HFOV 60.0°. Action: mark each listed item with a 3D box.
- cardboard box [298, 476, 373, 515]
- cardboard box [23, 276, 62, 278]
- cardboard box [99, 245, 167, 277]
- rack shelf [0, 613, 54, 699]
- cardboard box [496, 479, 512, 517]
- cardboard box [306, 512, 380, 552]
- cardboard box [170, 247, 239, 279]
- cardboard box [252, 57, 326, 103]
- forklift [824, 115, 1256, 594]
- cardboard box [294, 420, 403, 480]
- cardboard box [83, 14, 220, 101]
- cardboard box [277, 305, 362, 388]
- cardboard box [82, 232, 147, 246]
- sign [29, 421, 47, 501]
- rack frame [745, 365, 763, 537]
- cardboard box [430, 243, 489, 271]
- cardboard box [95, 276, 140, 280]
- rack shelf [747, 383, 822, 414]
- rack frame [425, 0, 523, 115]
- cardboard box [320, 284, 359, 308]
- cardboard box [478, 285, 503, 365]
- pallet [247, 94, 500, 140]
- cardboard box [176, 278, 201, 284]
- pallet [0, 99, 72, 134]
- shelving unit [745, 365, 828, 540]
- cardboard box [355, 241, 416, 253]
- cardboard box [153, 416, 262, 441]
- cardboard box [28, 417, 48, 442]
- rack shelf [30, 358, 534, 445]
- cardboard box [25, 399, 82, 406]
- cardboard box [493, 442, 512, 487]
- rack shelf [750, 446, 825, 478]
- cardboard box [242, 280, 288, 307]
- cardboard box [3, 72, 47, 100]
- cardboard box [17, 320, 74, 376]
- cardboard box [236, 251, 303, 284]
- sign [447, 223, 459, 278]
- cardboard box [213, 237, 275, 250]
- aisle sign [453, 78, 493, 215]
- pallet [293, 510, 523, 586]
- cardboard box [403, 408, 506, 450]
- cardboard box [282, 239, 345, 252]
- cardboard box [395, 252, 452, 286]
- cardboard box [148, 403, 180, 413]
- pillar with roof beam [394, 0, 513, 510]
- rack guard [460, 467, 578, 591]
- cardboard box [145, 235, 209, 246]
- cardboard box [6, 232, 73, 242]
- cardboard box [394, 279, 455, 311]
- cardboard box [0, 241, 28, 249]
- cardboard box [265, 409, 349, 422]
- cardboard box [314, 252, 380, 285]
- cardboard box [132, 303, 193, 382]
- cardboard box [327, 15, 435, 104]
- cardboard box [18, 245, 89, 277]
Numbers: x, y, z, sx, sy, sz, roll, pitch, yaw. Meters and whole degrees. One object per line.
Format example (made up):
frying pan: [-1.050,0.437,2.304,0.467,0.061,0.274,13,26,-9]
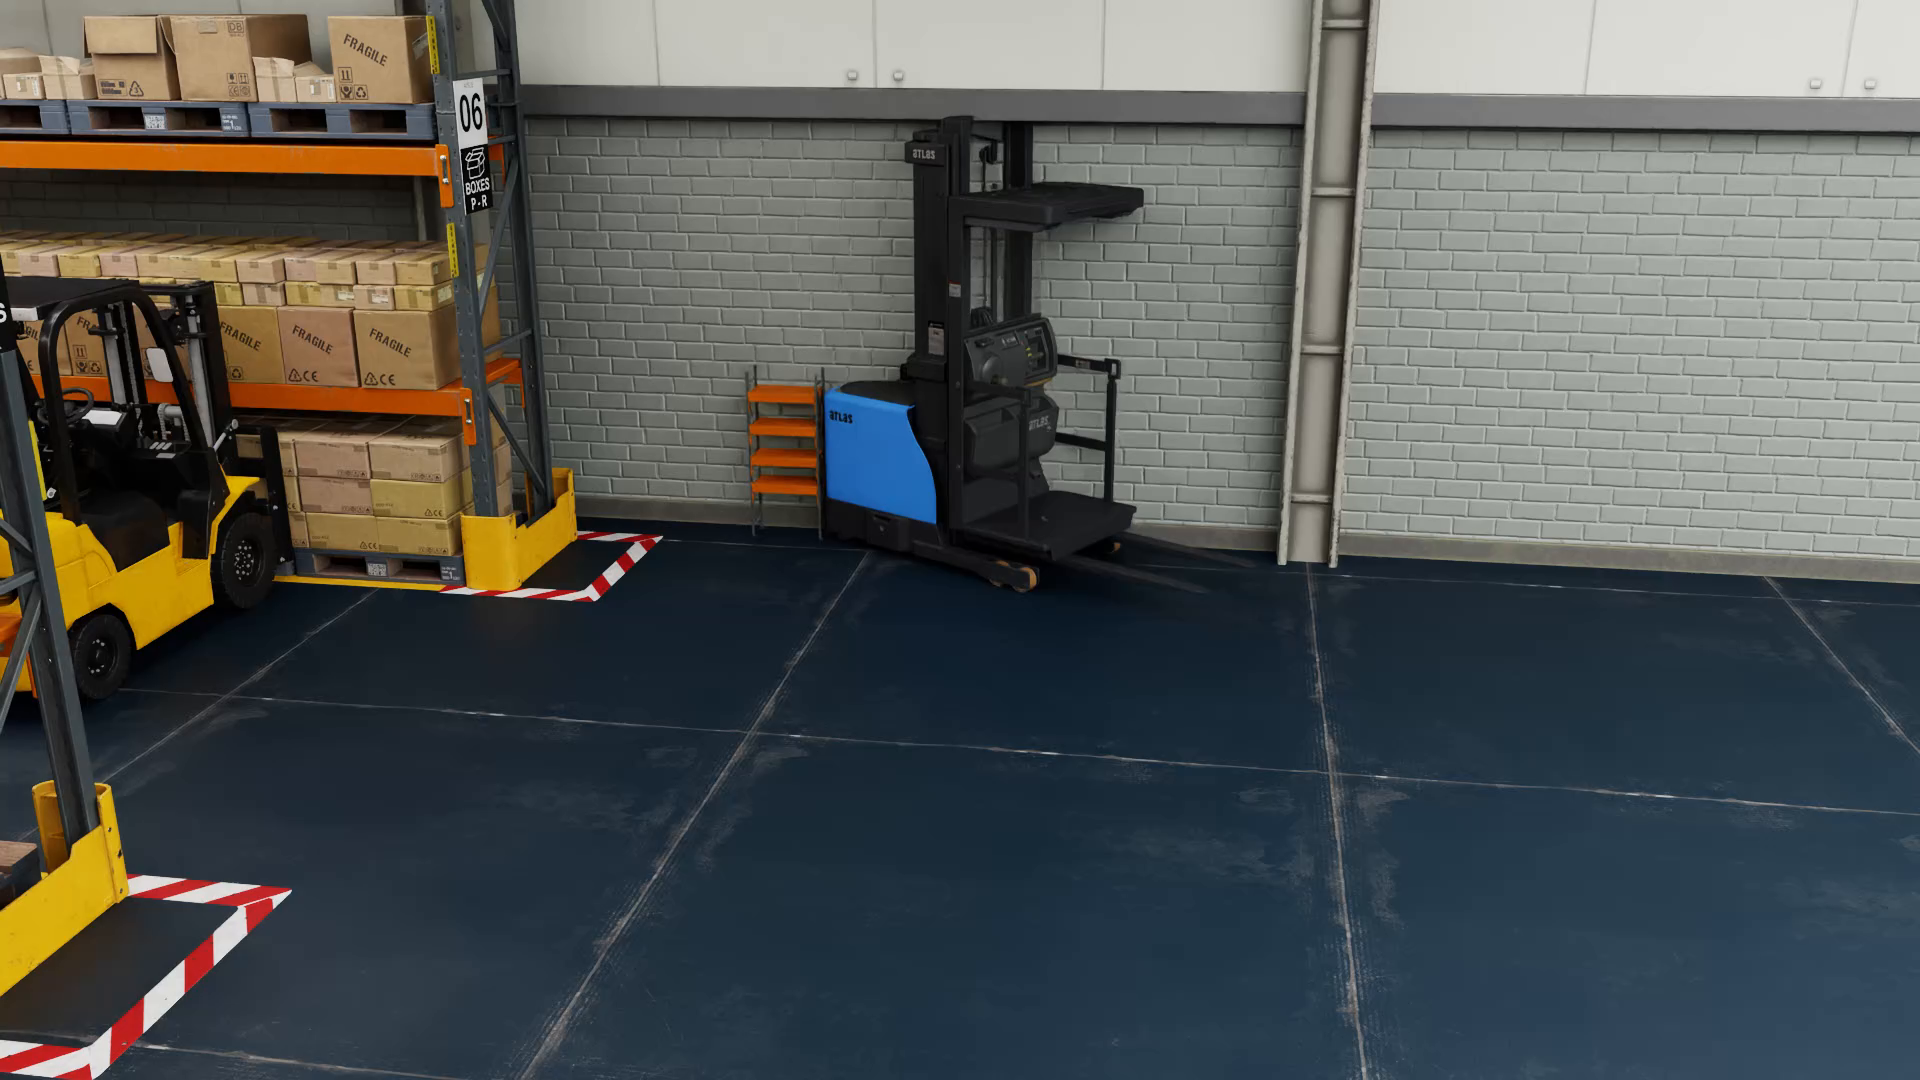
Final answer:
cardboard box: [-4.025,-0.367,11.055,0.500,0.250,0.500,3,19,8]
cardboard box: [-5.928,-1.684,10.930,0.250,0.149,0.380,3,19,10]
cardboard box: [-5.398,-1.827,10.889,0.250,0.149,0.380,3,19,8]
rack shelf: [-5.759,0.517,6.665,4.000,0.370,1.077,3,19,9]
cardboard box: [-3.455,-0.260,11.525,0.500,0.250,0.500,3,19,9]
cardboard box: [-4.005,-0.127,11.127,0.500,0.250,0.500,3,19,9]
cardboard box: [-4.904,-1.803,10.814,0.250,0.149,0.380,3,19,9]
cardboard box: [-4.118,-2.844,10.240,0.258,0.266,0.396,3,19,9]
forklift: [0.506,-1.238,10.884,3.031,2.935,1.130,14,23,36]
cardboard box: [-4.010,-0.598,10.958,0.500,0.250,0.500,3,19,10]
cardboard box: [-5.044,-3.067,10.534,0.637,0.503,0.797,4,19,10]
cardboard box: [-4.039,-1.298,10.798,0.500,0.500,0.500,4,19,10]
cardboard box: [-5.826,-2.027,11.486,0.250,0.149,0.380,3,19,8]
sign: [-3.699,-0.304,6.621,0.005,0.325,0.100,3,19,9]
rack frame: [-1.458,-0.627,11.786,0.015,1.200,0.240,3,19,8]
cardboard box: [-3.299,-1.859,10.983,0.250,0.149,0.380,3,19,8]
cardboard box: [-5.418,-1.664,10.868,0.250,0.149,0.380,2,19,7]
rack shelf: [-1.218,-0.989,11.627,0.480,0.148,0.258,3,19,8]
rack frame: [-3.001,-4.124,9.947,0.127,3.000,1.000,3,19,9]
cardboard box: [-3.891,-1.600,10.677,0.250,0.149,0.380,3,19,10]
cardboard box: [-3.446,-1.438,11.217,0.500,0.500,0.500,4,19,10]
pallet: [-3.695,-2.703,10.567,1.213,0.211,1.003,3,19,9]
cardboard box: [-4.891,-1.661,10.862,0.250,0.149,0.380,3,19,8]
pallet: [-6.104,-2.826,10.934,1.213,0.211,1.003,3,19,9]
shelving unit: [-1.217,-0.616,11.751,0.503,1.200,0.258,3,19,8]
cardboard box: [-3.815,-1.892,11.080,0.250,0.149,0.380,3,19,10]
cardboard box: [-5.009,-0.648,11.108,0.500,0.250,0.500,3,19,8]
cardboard box: [-6.019,-0.698,11.258,0.500,0.250,0.500,3,19,9]
rack shelf: [-4.976,-1.039,11.313,4.000,0.370,1.077,3,19,9]
cardboard box: [-6.434,-0.886,11.818,0.500,0.250,0.500,3,19,10]
cardboard box: [-3.432,-0.500,11.454,0.500,0.250,0.500,3,19,10]
rack shelf: [-1.217,-0.552,11.772,0.480,0.148,0.258,3,19,8]
cardboard box: [-4.405,-1.614,10.720,0.250,0.149,0.380,2,19,7]
cardboard box: [-5.797,-2.874,10.514,0.250,0.149,0.380,3,19,10]
cardboard box: [-6.037,-1.403,11.110,0.500,0.500,0.500,3,19,10]
cardboard box: [-4.408,-1.749,10.653,0.250,0.149,0.380,3,19,10]
sign: [-3.101,-1.771,10.171,0.005,0.325,0.100,3,19,9]
cardboard box: [-4.821,-1.946,11.242,0.250,0.149,0.380,3,19,9]
aisle sign: [-2.983,-2.417,10.201,0.004,0.787,0.394,3,19,9]
pallet: [-3.763,0.018,11.417,1.213,0.211,1.003,3,19,9]
cardboard box: [-3.446,-0.732,11.359,0.500,0.250,0.500,3,19,8]
cardboard box: [-4.321,-1.914,11.148,0.250,0.149,0.380,4,19,10]
cardboard box: [-3.388,-1.727,10.589,0.250,0.149,0.380,3,19,9]
cardboard box: [-5.434,-0.835,11.667,0.500,0.250,0.500,3,19,9]
pillar with roof beam: [-4.228,-3.093,6.864,0.400,9.000,9.100,3,19,9]
rack guard: [-2.977,-0.092,11.292,0.348,0.500,1.175,3,19,9]
cardboard box: [-5.328,-1.980,11.346,0.250,0.149,0.380,3,19,8]
cardboard box: [-6.346,-2.029,11.493,0.250,0.149,0.380,2,19,7]
cardboard box: [-3.388,-1.564,10.569,0.250,0.149,0.380,3,19,9]
cardboard box: [-6.407,-1.888,11.070,0.250,0.149,0.380,3,19,9]
cardboard box: [-4.432,-0.784,11.516,0.500,0.250,0.500,3,19,8]
cardboard box: [-3.899,-1.735,10.611,0.250,0.149,0.380,3,19,10]
cardboard box: [-5.044,-1.346,10.940,0.500,0.500,0.500,3,19,9]
cardboard box: [-3.477,-2.941,10.163,0.500,0.500,0.500,4,19,10]
cardboard box: [-5.919,-1.827,10.889,0.250,0.149,0.380,3,19,10]
